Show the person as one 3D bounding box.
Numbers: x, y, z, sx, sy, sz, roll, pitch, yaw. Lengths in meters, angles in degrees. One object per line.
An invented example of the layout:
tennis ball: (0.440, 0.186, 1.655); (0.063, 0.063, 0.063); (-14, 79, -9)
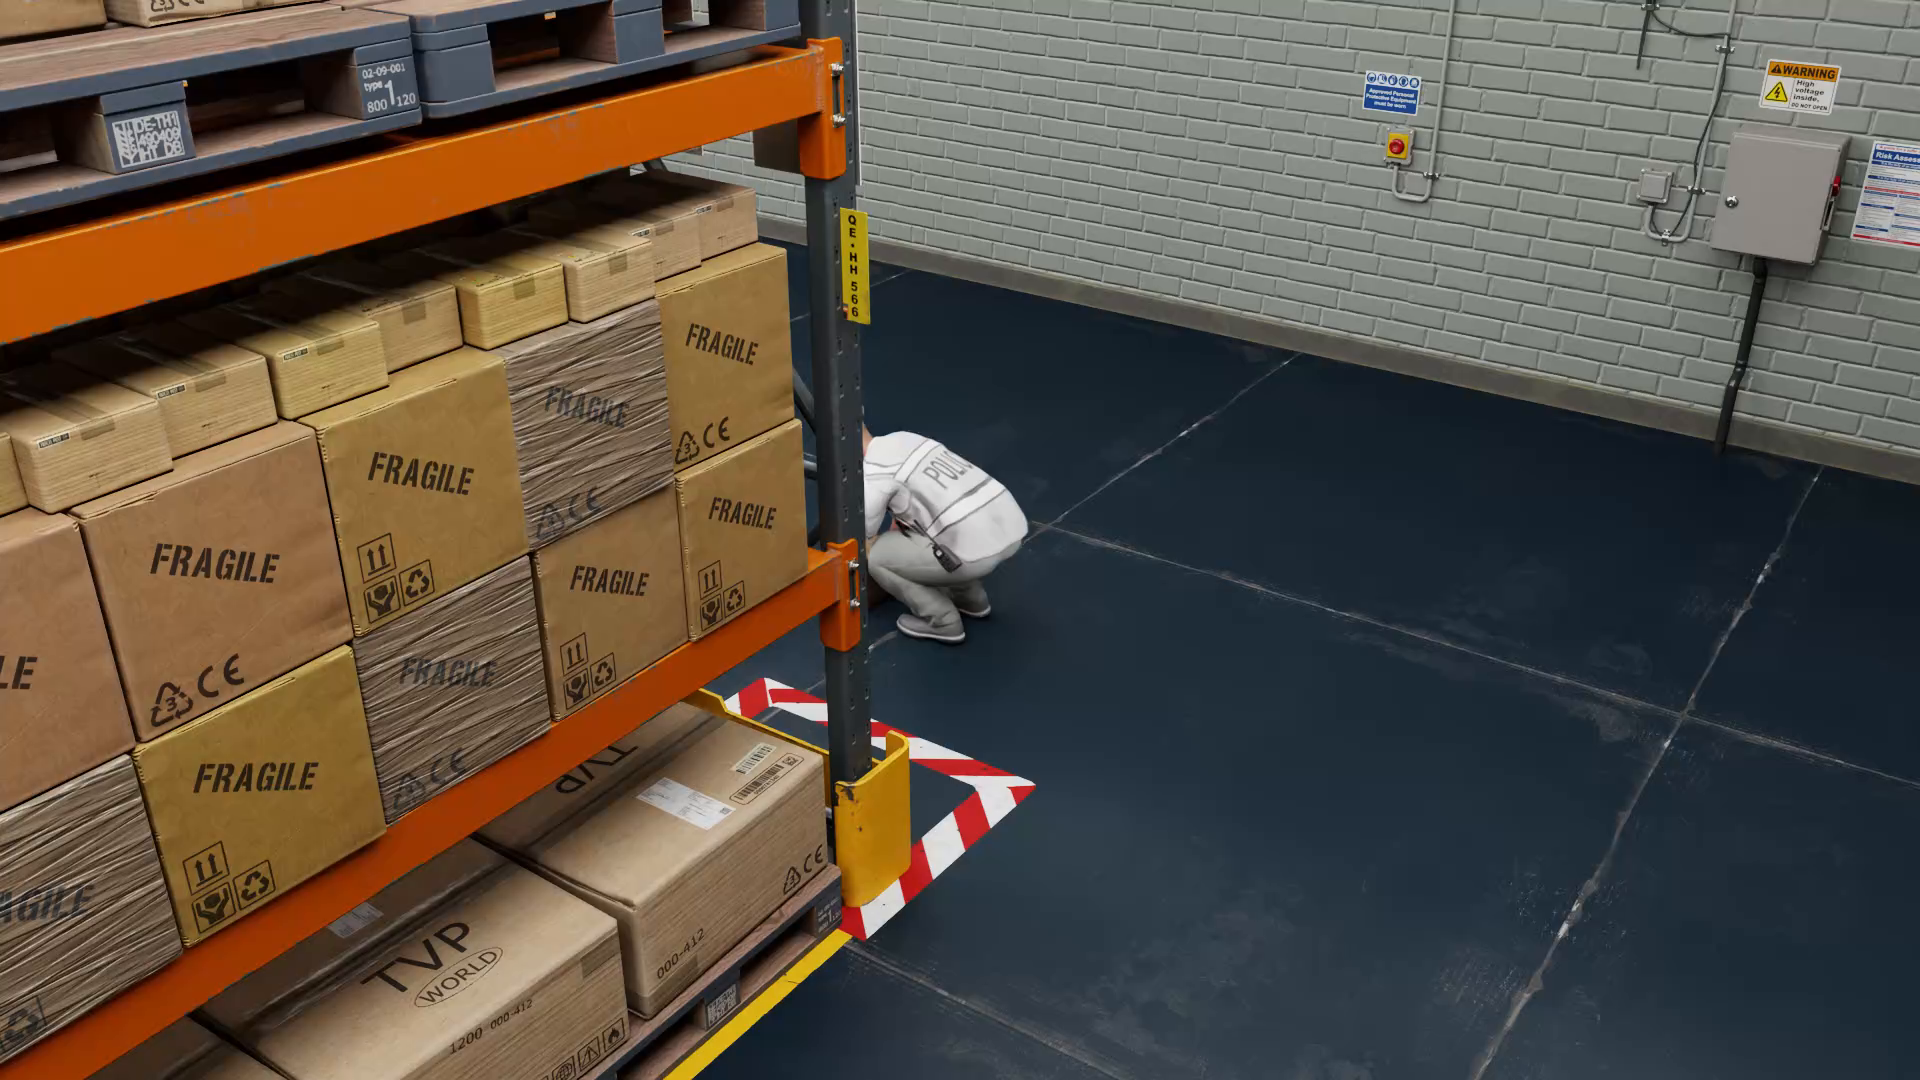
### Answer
person: (-0.183, -0.076, 7.195); (0.955, 0.920, 0.554); (17, 32, 30)
